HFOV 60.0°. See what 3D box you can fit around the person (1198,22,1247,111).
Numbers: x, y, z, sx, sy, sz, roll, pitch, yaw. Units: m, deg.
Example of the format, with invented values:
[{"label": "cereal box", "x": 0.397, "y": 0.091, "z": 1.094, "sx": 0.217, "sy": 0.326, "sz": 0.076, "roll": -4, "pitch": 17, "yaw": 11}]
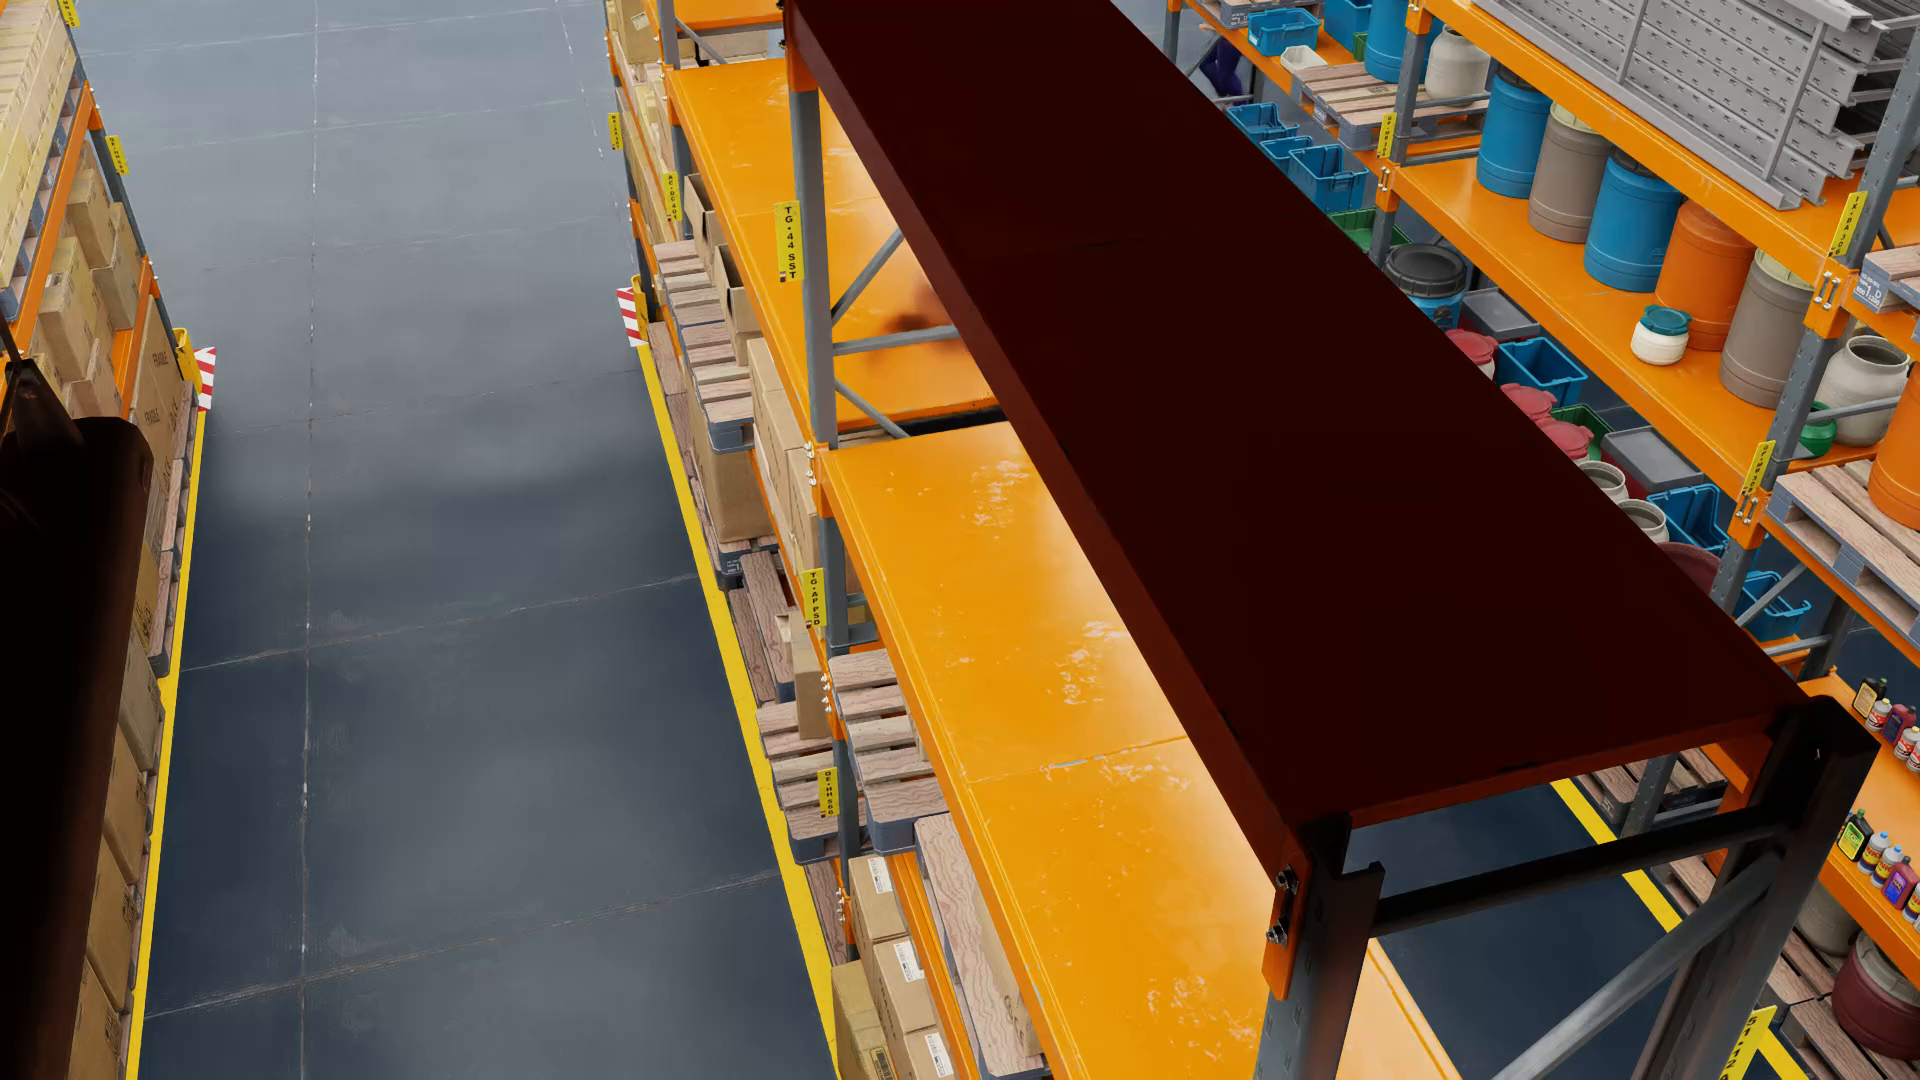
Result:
[{"label": "person", "x": 2.947, "y": -5.535, "z": 18.519, "sx": 0.648, "sy": 1.630, "sz": 0.579, "roll": 1, "pitch": 38, "yaw": 1}]
